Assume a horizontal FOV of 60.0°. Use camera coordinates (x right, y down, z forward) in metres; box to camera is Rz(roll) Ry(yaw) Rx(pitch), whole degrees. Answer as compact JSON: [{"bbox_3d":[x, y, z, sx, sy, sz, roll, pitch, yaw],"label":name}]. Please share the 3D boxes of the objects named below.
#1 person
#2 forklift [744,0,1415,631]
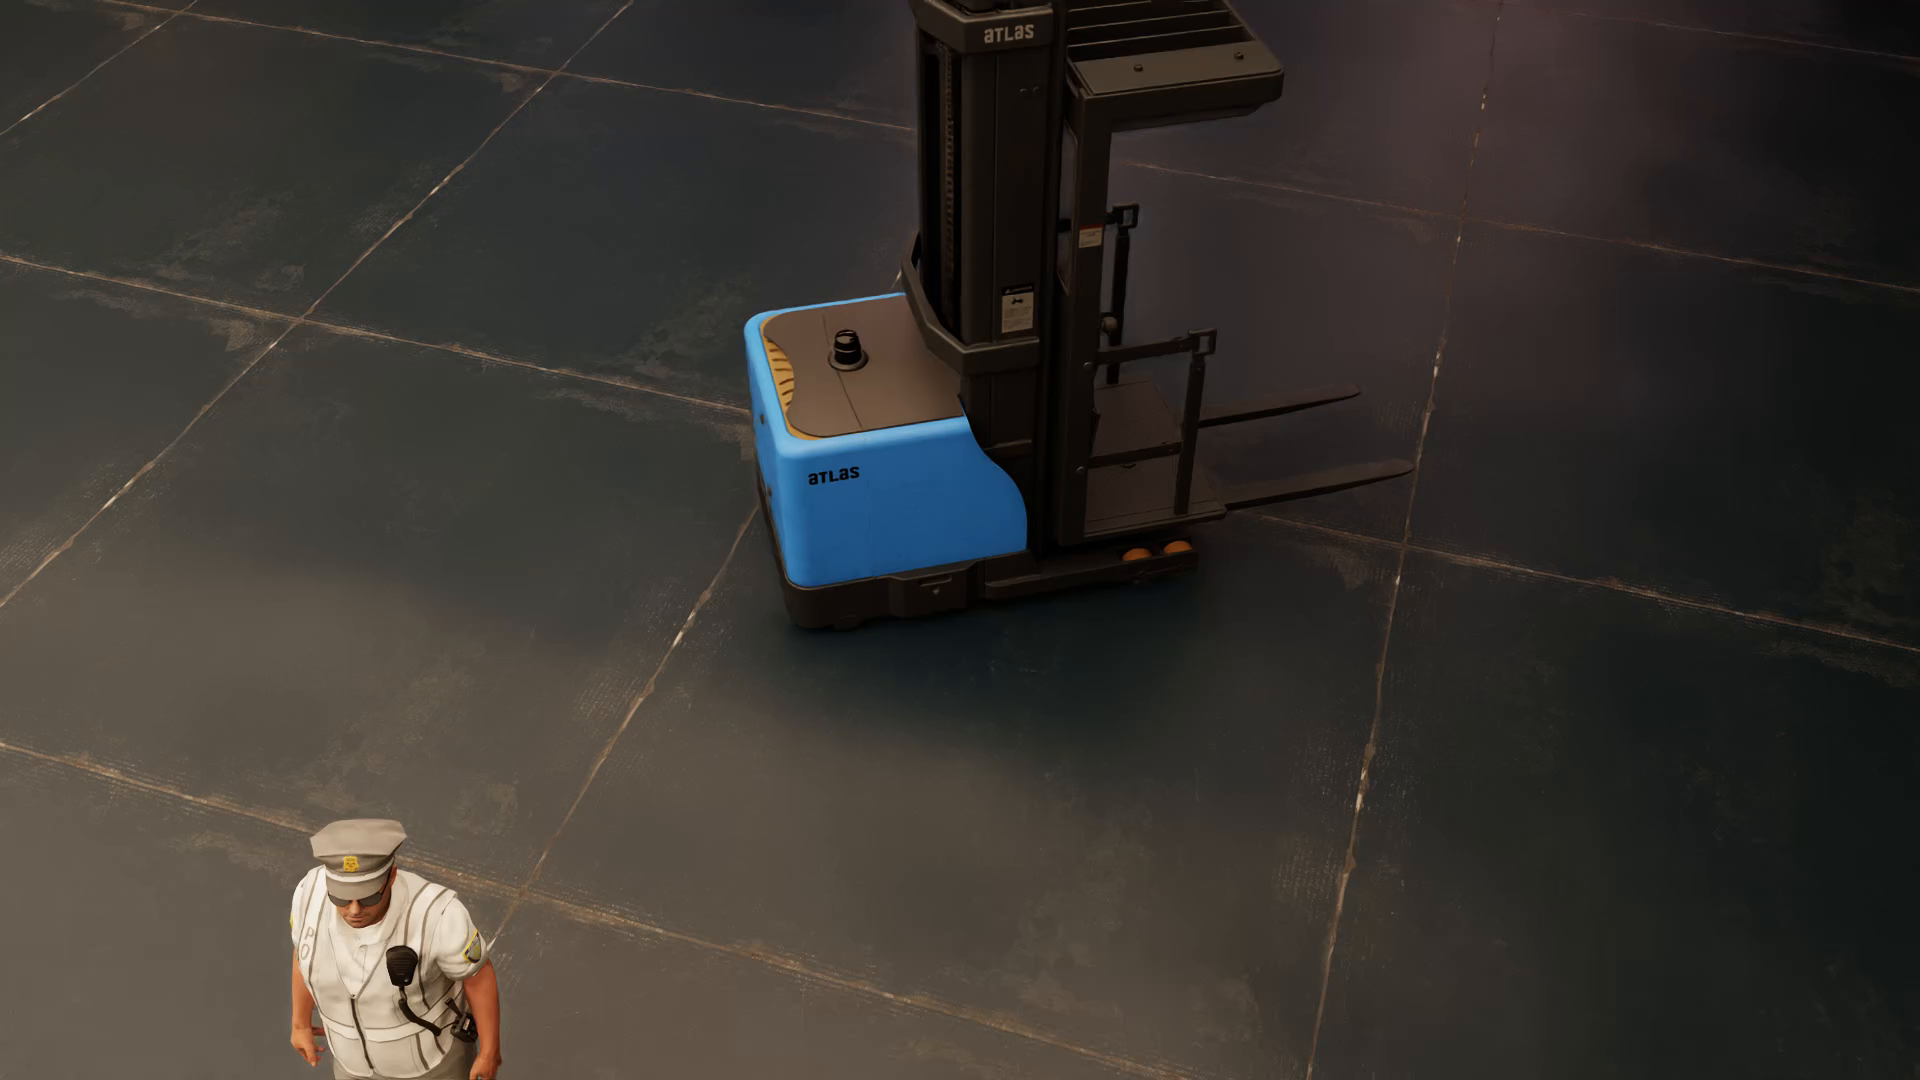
[{"bbox_3d":[-1.680,1.510,4.899,0.640,1.780,0.575,4,43,5],"label":"person"},{"bbox_3d":[0.607,-1.214,6.994,3.031,2.935,1.130,-10,44,-10],"label":"forklift"}]
